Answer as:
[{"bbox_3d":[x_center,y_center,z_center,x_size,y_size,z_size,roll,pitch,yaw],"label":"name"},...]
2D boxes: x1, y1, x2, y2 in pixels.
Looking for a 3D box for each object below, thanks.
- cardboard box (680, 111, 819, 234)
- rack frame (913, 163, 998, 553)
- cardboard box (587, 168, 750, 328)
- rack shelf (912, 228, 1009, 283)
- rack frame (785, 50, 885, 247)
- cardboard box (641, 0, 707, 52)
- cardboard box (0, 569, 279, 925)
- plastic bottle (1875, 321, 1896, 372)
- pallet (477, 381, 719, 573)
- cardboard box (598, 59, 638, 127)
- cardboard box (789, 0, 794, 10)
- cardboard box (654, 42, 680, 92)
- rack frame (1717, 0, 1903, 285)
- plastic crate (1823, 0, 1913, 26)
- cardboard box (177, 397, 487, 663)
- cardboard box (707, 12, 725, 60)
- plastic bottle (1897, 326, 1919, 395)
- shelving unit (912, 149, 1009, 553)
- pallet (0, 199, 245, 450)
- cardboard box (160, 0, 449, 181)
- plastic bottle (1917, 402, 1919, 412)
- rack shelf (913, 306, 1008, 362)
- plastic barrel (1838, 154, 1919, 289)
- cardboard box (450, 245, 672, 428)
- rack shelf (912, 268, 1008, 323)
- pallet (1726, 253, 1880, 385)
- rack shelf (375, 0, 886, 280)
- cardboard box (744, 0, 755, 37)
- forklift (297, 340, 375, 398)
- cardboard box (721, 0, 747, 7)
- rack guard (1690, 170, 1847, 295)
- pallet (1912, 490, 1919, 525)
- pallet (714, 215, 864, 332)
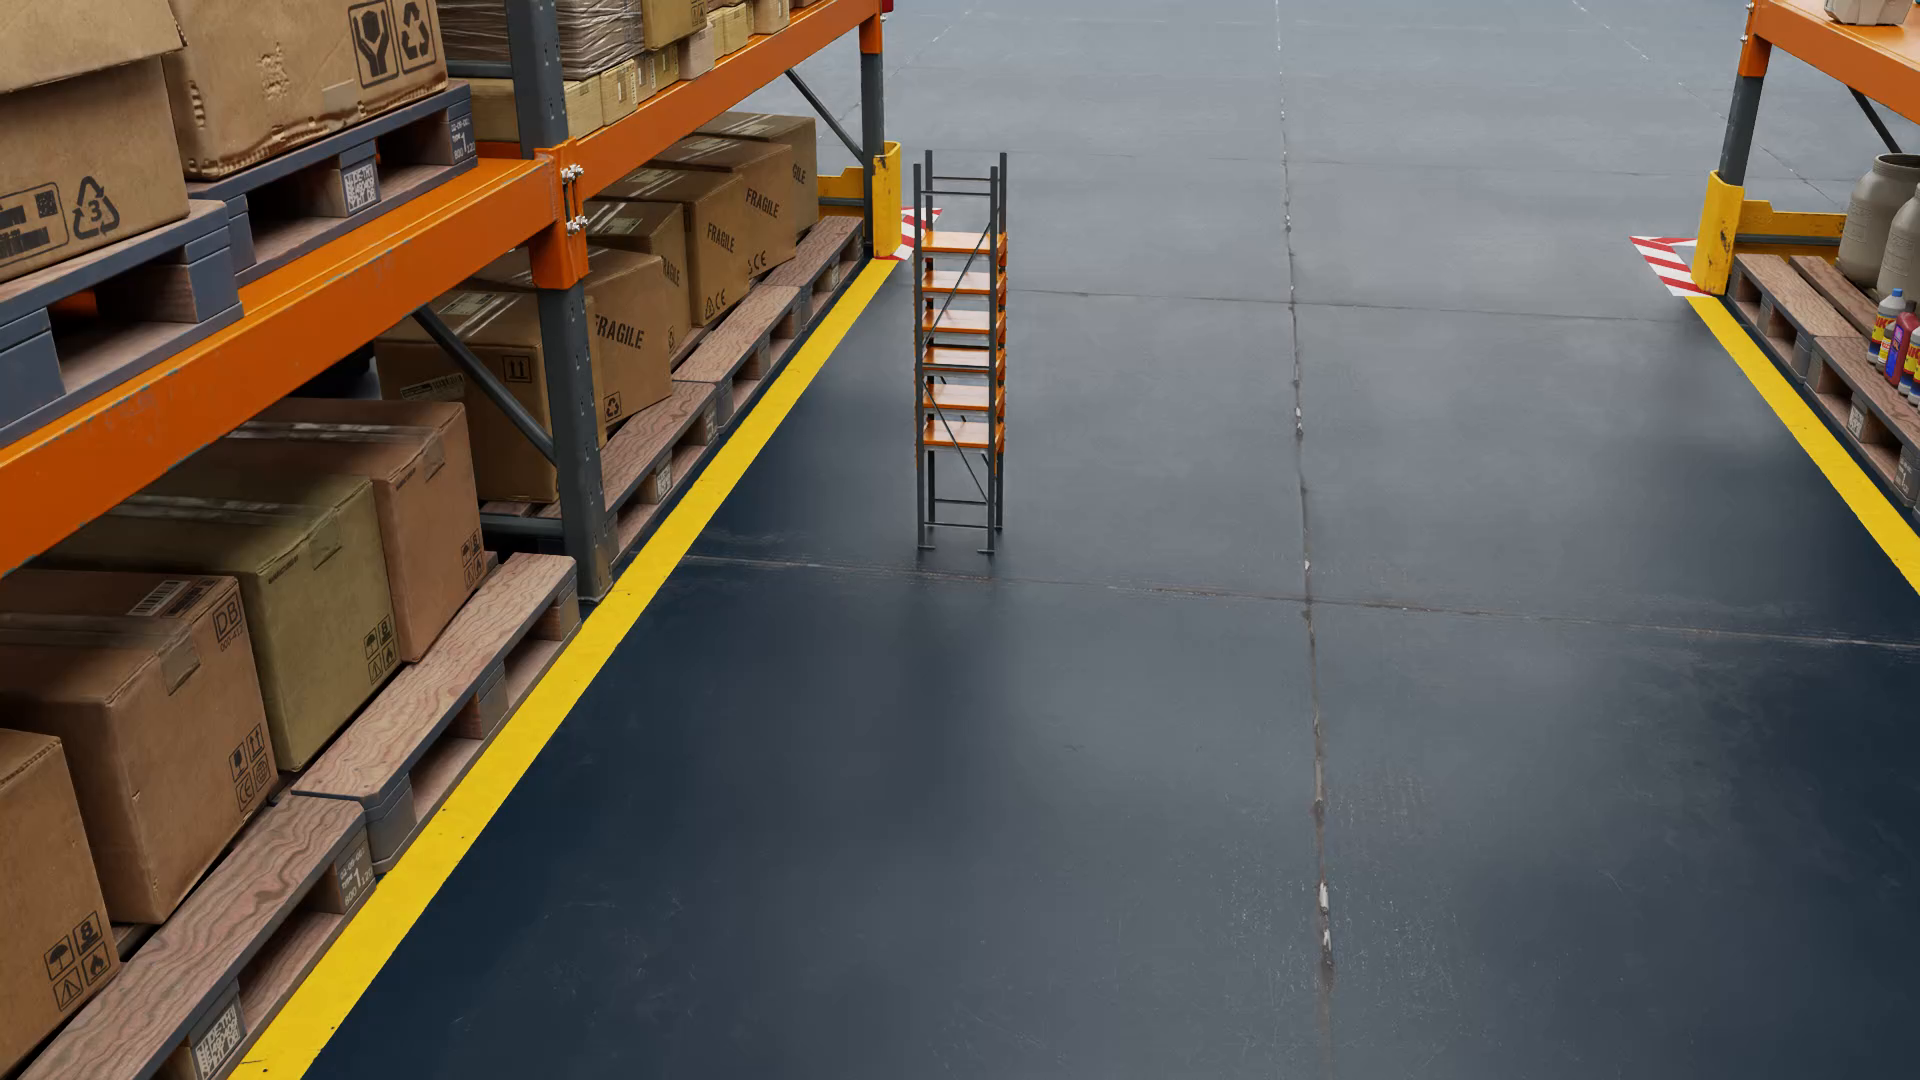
[{"bbox_3d":[-0.999,-1.699,7.795,0.500,0.500,0.500,9,27,18],"label":"cardboard box"},{"bbox_3d":[-0.013,-0.511,4.927,0.240,1.200,0.006,4,25,9],"label":"rack frame"},{"bbox_3d":[-1.184,-1.186,6.700,0.500,0.500,0.500,6,26,13],"label":"cardboard box"},{"bbox_3d":[0.002,-0.835,4.875,0.258,0.103,0.180,4,25,9],"label":"rack shelf"},{"bbox_3d":[-0.880,-2.901,7.910,1.000,3.000,0.127,4,25,9],"label":"rack frame"},{"bbox_3d":[-1.283,-1.799,5.086,0.875,0.500,0.500,4,25,9],"label":"cardboard box"},{"bbox_3d":[-1.843,0.392,3.304,0.700,0.500,0.500,2,25,4],"label":"cardboard box"},{"bbox_3d":[3.385,-0.710,6.010,0.097,0.201,0.097,0,25,0],"label":"plastic bottle"},{"bbox_3d":[-1.459,-0.249,5.532,1.003,0.211,1.213,4,25,9],"label":"pallet"},{"bbox_3d":[-1.148,-1.287,4.758,0.380,0.149,0.250,4,25,9],"label":"cardboard box"},{"bbox_3d":[-0.893,-2.236,6.785,0.380,0.149,0.250,4,25,9],"label":"cardboard box"},{"bbox_3d":[-1.103,-1.499,5.210,0.380,0.149,0.250,4,25,9],"label":"cardboard box"},{"bbox_3d":[4.006,-2.558,7.177,1.000,3.000,0.127,4,25,9],"label":"rack frame"},{"bbox_3d":[3.542,-2.087,6.481,0.298,0.136,0.250,4,25,9],"label":"plastic crate"},{"bbox_3d":[-1.656,-0.040,4.227,0.700,0.500,0.500,2,25,4],"label":"cardboard box"},{"bbox_3d":[-1.022,-1.708,5.657,0.380,0.149,0.250,4,25,9],"label":"cardboard box"},{"bbox_3d":[3.346,-0.642,5.782,0.097,0.271,0.097,0,25,0],"label":"plastic bottle"},{"bbox_3d":[0.002,-0.549,5.009,0.258,1.200,0.189,4,25,9],"label":"shelving unit"},{"bbox_3d":[-1.905,-0.299,2.577,1.003,0.211,1.213,4,25,9],"label":"pallet"},{"bbox_3d":[-1.802,-1.368,3.431,1.000,1.000,1.000,4,25,9],"label":"cardboard box"},{"bbox_3d":[3.314,-0.527,5.619,0.097,0.201,0.097,0,25,0],"label":"plastic bottle"},{"bbox_3d":[0.002,-0.618,4.977,0.258,0.103,0.180,4,25,9],"label":"rack shelf"},{"bbox_3d":[3.974,-1.341,7.016,0.421,0.512,0.421,0,25,0],"label":"plastic barrel"},{"bbox_3d":[-1.343,-0.691,5.641,0.500,0.500,0.500,13,28,25],"label":"cardboard box"},{"bbox_3d":[0.002,-0.727,4.926,0.258,0.103,0.180,4,25,9],"label":"rack shelf"},{"bbox_3d":[3.902,-0.921,6.968,1.003,0.211,1.213,4,25,9],"label":"pallet"},{"bbox_3d":[-1.207,-1.739,6.275,1.077,0.370,4.000,4,25,9],"label":"rack shelf"},{"bbox_3d":[-0.974,-1.920,6.109,0.380,0.149,0.250,4,25,9],"label":"cardboard box"},{"bbox_3d":[-3.107,-1.464,4.920,1.130,2.935,3.031,4,25,9],"label":"forklift"},{"bbox_3d":[-1.178,-2.221,5.988,0.875,0.500,0.500,4,25,9],"label":"cardboard box"},{"bbox_3d":[4.040,-1.391,7.632,1.175,0.500,0.348,4,25,9],"label":"rack guard"},{"bbox_3d":[3.503,0.100,4.788,1.003,0.211,1.213,4,25,9],"label":"pallet"},{"bbox_3d":[-1.060,-1.269,7.713,1.003,0.211,1.213,4,25,9],"label":"pallet"}]
